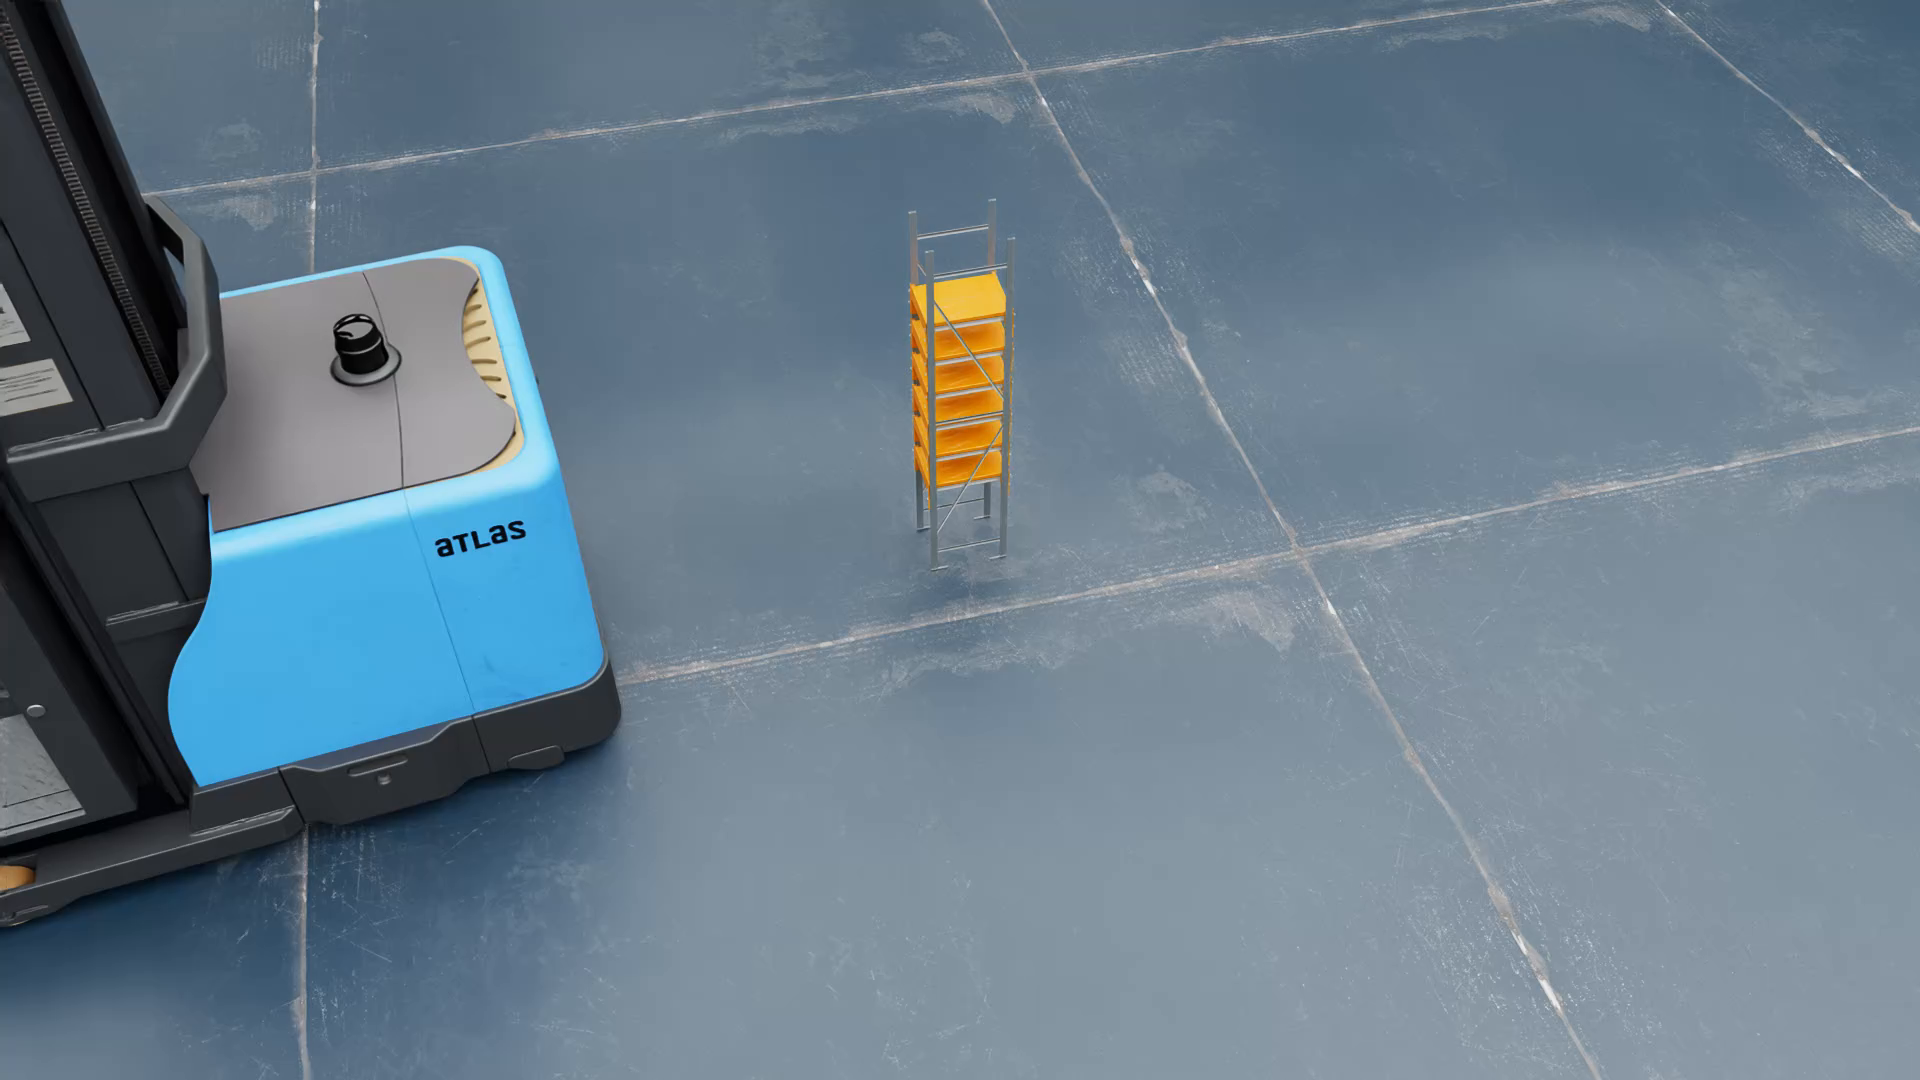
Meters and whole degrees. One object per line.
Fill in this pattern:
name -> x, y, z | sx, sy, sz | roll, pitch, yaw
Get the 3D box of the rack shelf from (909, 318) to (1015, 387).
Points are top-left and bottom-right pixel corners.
rack shelf -> 0.004, -0.547, 4.672 | 0.258, 0.103, 0.180 | -11, 47, -10

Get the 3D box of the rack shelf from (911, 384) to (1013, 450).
rack shelf -> 0.004, -0.379, 4.843 | 0.258, 0.103, 0.180 | -11, 47, -10

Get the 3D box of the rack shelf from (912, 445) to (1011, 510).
rack shelf -> 0.004, -0.211, 5.015 | 0.258, 0.103, 0.180 | -11, 47, -10

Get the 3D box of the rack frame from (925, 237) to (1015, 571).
rack frame -> 0.027, -0.347, 4.750 | 0.240, 1.200, 0.006 | -11, 47, -10

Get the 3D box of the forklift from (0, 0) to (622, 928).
forklift -> -2.523, -0.415, 3.604 | 3.031, 2.935, 1.130 | -15, 47, -14

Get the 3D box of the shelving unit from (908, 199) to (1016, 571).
shelving unit -> 0.004, -0.410, 4.812 | 0.258, 1.200, 0.189 | -11, 47, -10

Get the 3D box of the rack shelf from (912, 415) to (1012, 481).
rack shelf -> 0.004, -0.295, 4.929 | 0.258, 0.103, 0.180 | -11, 47, -10

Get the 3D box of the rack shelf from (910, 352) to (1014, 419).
rack shelf -> 0.004, -0.463, 4.758 | 0.258, 0.103, 0.180 | -11, 47, -10

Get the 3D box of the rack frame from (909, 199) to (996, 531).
rack frame -> -0.020, -0.473, 4.874 | 0.240, 1.200, 0.006 | -11, 47, -10

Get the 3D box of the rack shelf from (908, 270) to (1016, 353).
rack shelf -> 0.004, -0.631, 4.586 | 0.258, 0.103, 0.180 | -11, 47, -10
